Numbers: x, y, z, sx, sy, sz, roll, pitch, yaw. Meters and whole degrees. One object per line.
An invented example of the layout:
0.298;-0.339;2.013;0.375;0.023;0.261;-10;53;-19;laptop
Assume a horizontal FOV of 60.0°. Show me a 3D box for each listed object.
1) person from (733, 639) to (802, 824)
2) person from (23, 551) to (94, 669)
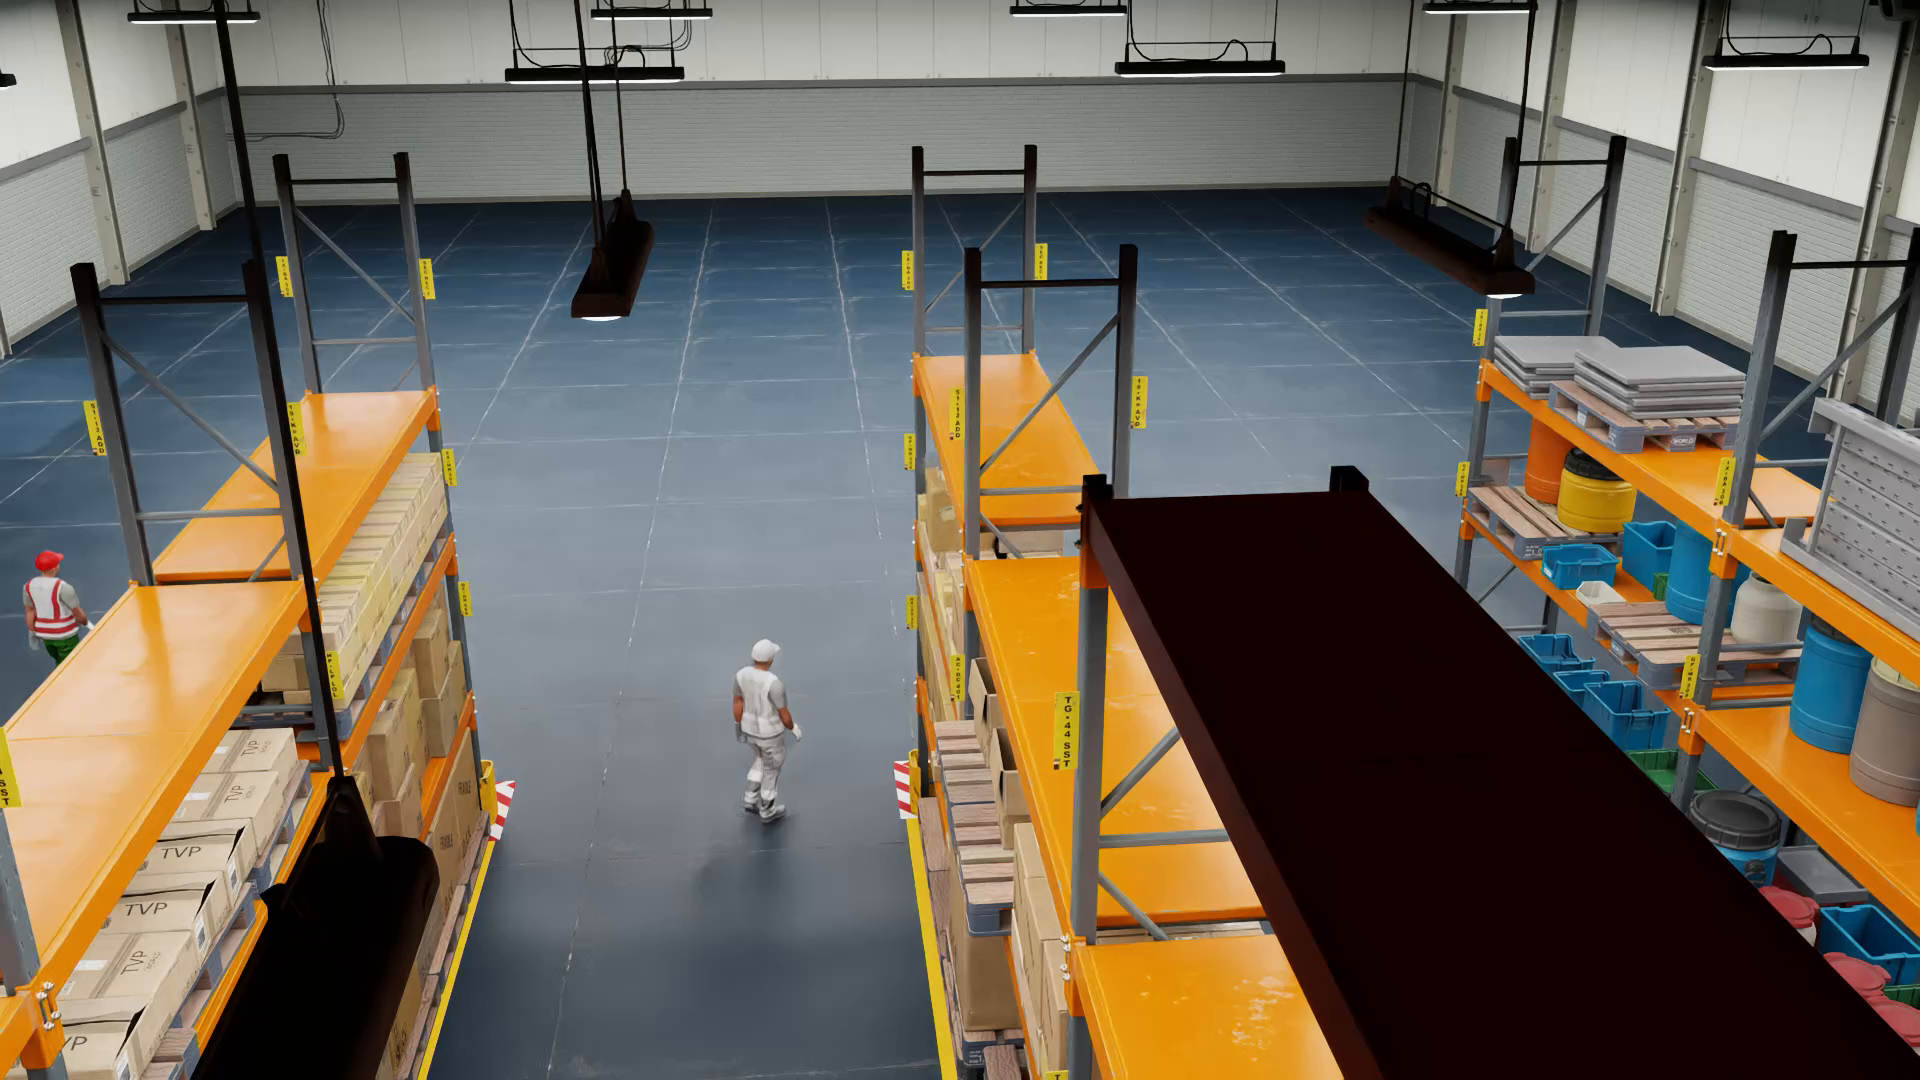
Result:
-1.722;1.706;14.908;0.543;1.817;0.453;16;27;35;person
-9.078;0.952;16.858;0.556;1.847;0.553;6;22;14;person
